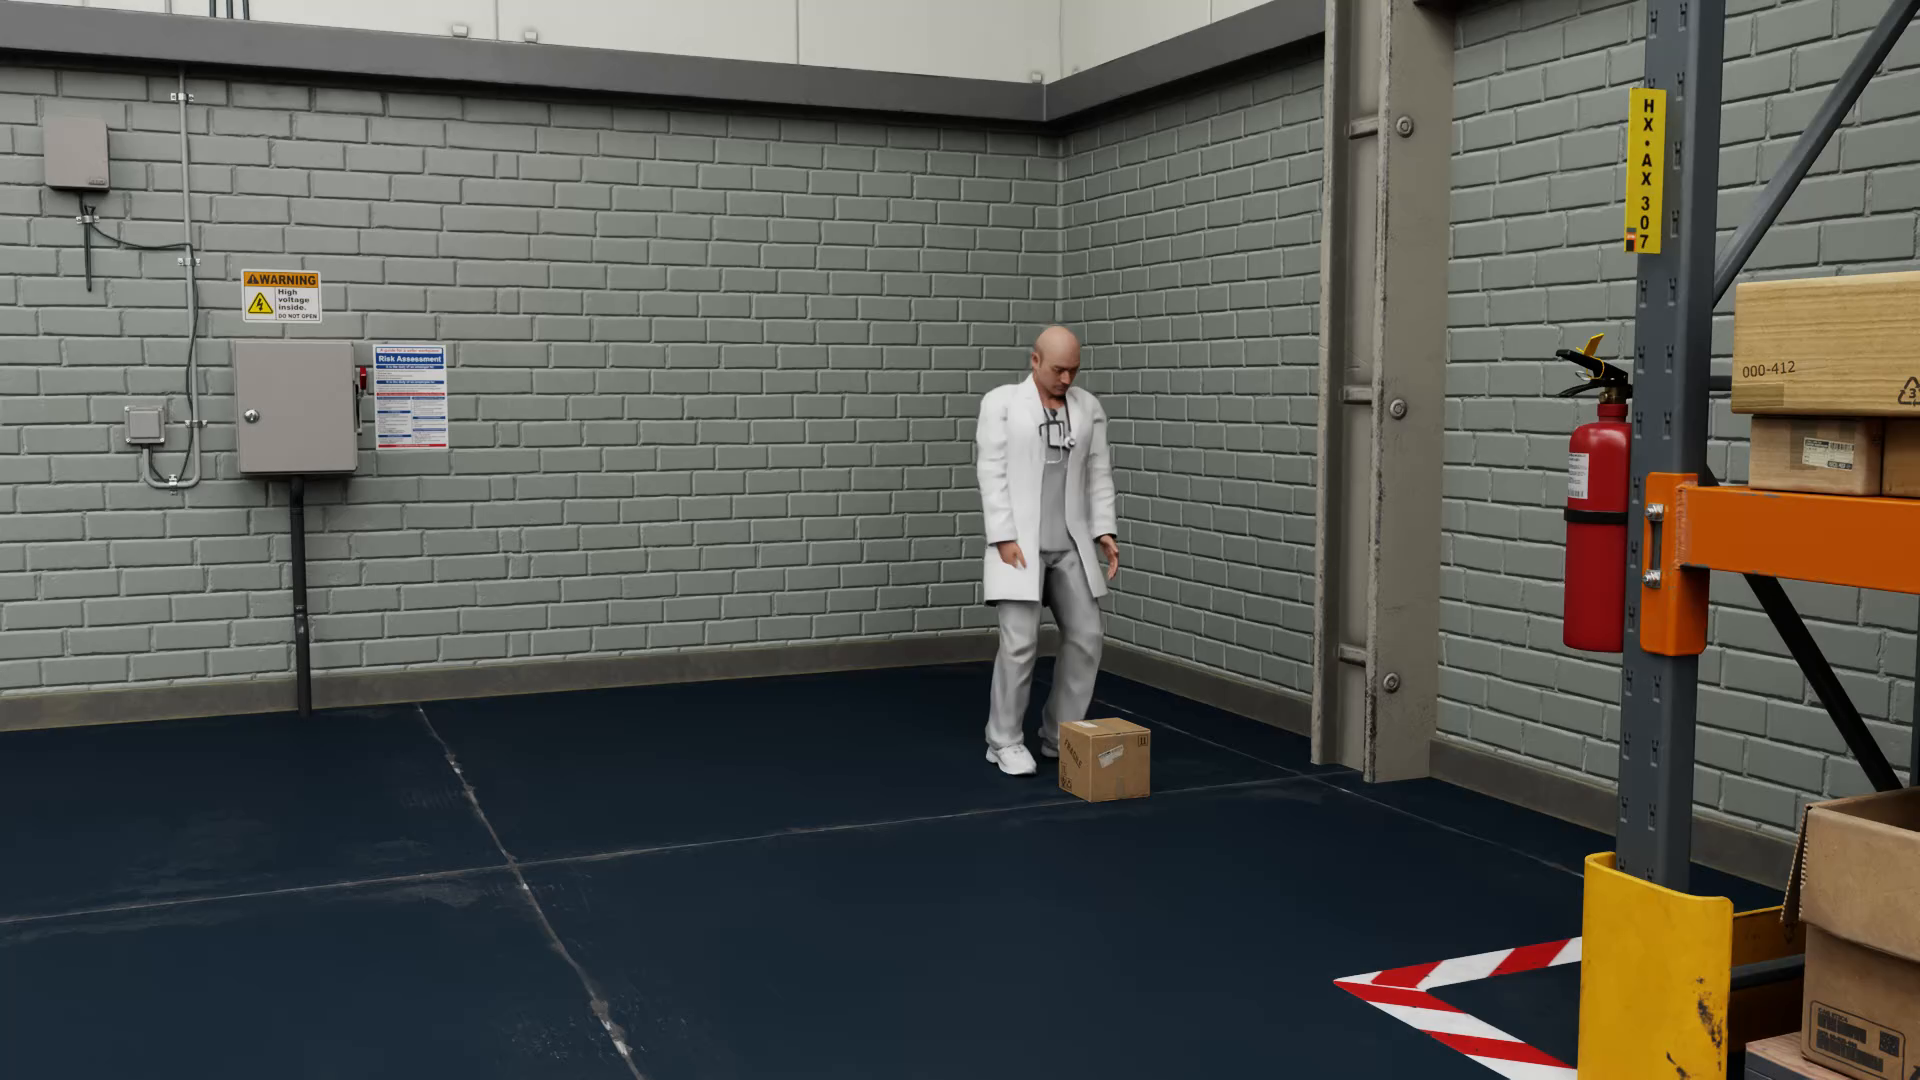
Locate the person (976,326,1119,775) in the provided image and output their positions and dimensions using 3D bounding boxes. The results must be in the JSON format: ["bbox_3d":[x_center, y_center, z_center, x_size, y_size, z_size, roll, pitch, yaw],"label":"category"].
[{"bbox_3d":[0.350,0.037,6.567,0.583,1.738,0.401,-2,6,-22],"label":"person"}]
